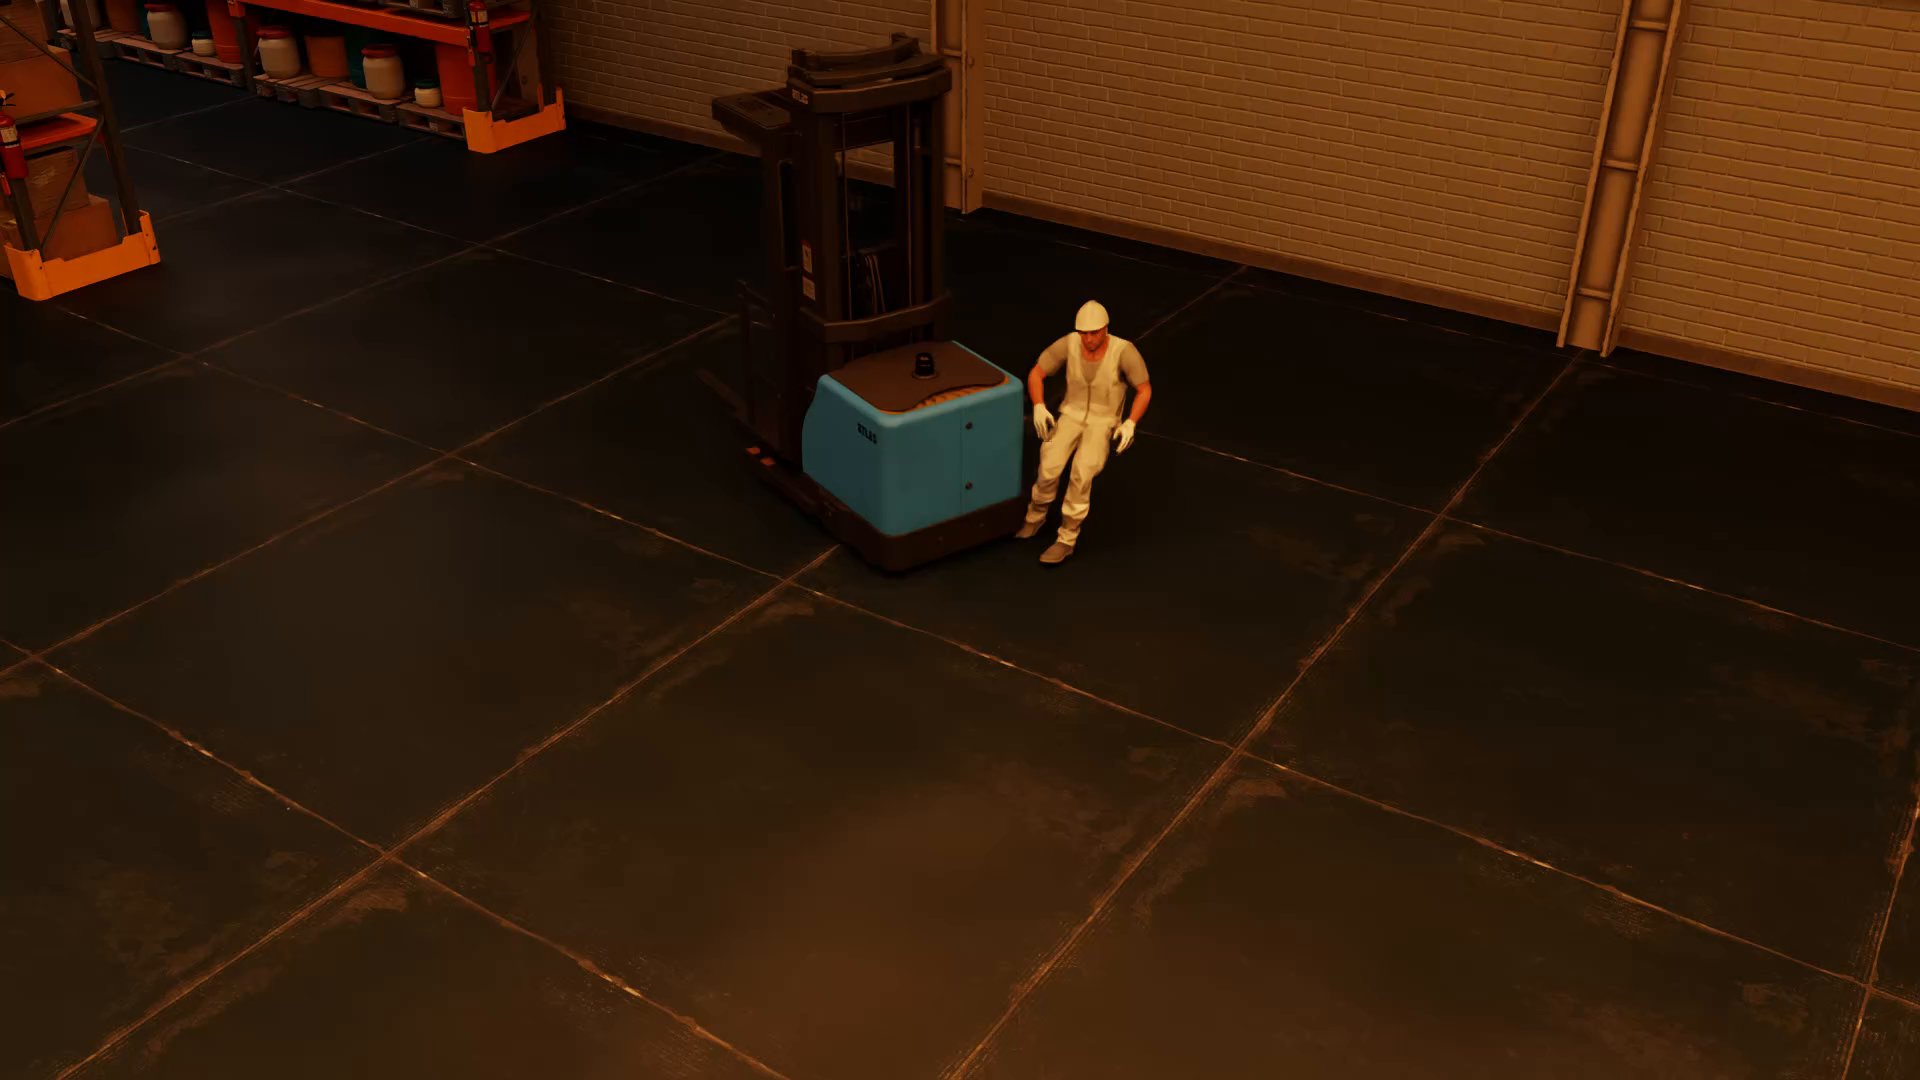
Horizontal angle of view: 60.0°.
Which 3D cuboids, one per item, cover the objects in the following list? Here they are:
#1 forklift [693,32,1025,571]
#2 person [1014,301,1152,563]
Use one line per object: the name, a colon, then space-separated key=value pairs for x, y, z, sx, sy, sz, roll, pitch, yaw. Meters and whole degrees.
forklift: x=-0.835 y=-1.774 z=10.637 sx=1.130 sy=2.935 sz=3.031 roll=-19 pitch=35 yaw=-29
person: x=0.734 y=-0.659 z=10.176 sx=0.787 sy=1.566 sz=0.898 roll=8 pitch=31 yaw=13
